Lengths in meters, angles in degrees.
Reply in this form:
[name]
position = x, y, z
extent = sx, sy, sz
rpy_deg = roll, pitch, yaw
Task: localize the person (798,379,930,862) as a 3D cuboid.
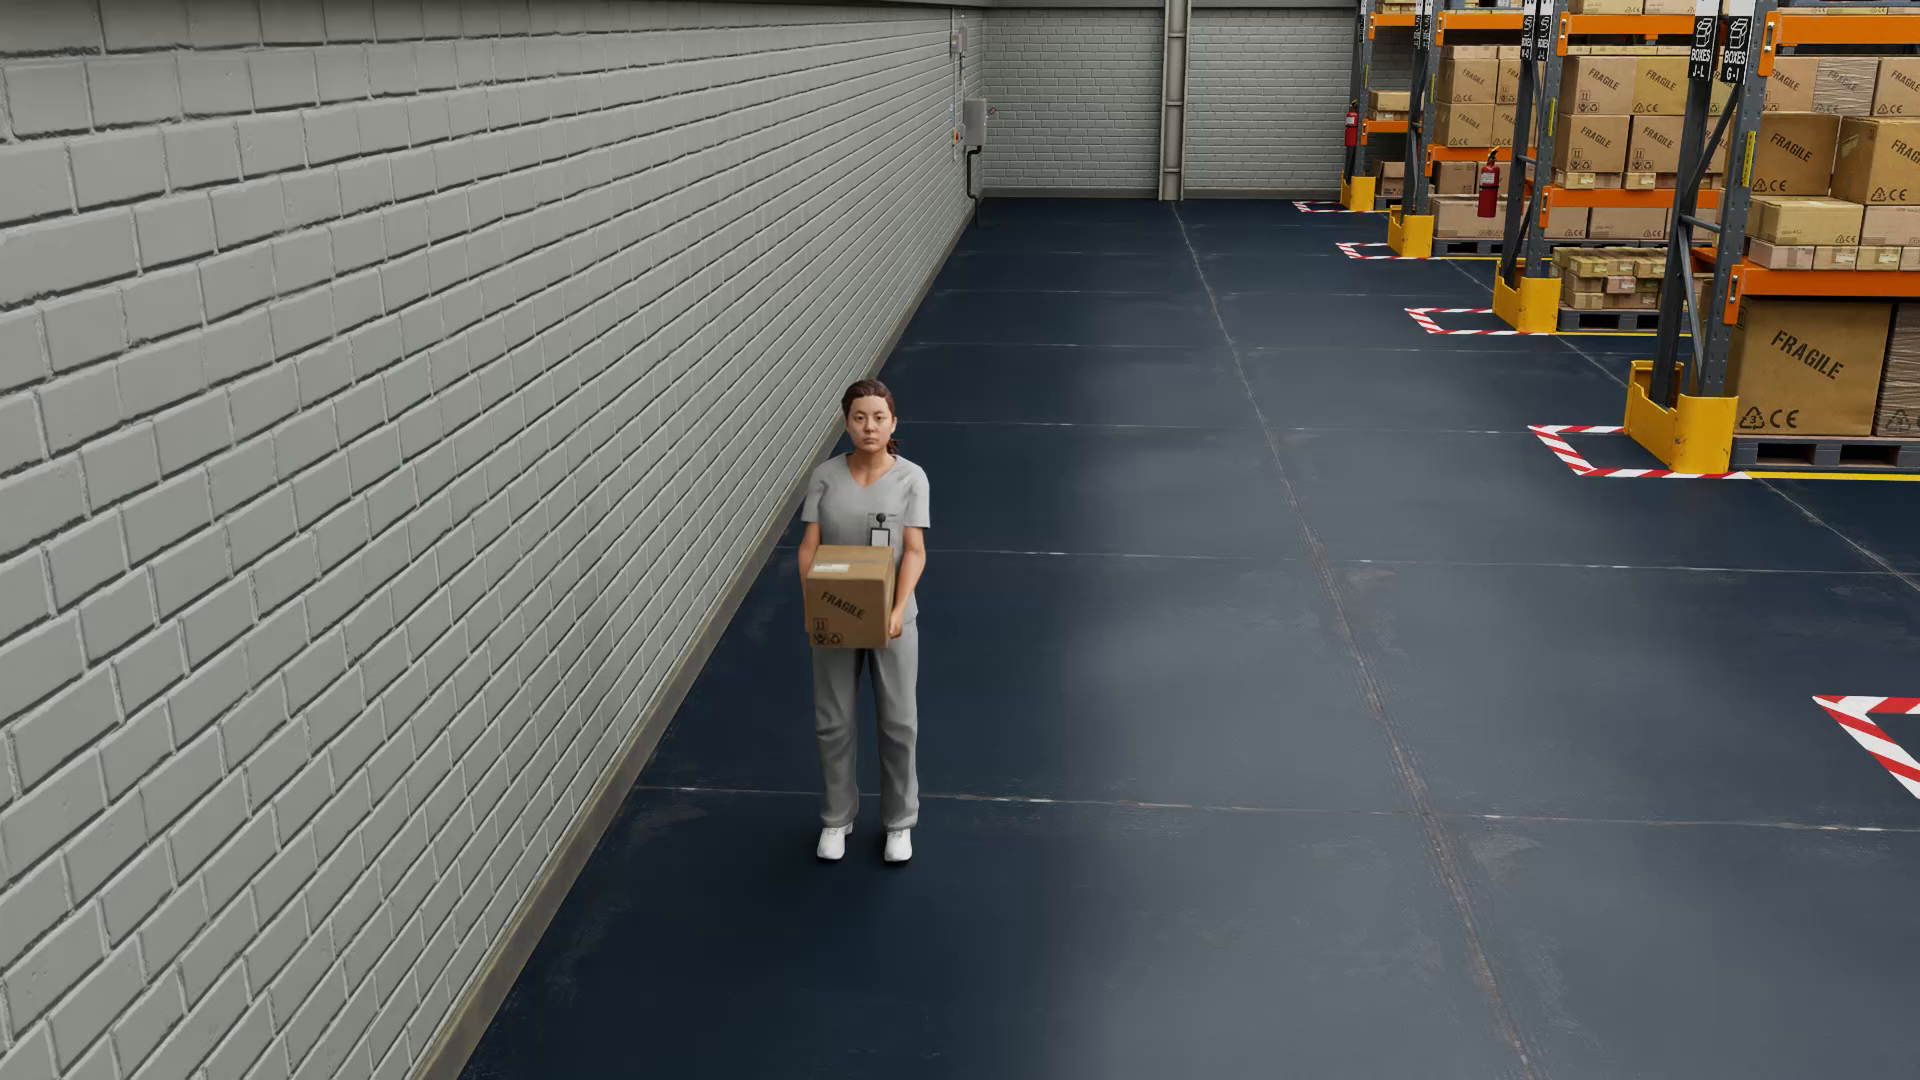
[person]
position = -0.324, 0.301, 5.622
extent = 0.437, 1.662, 0.561
rpy_deg = 1, 18, 4
